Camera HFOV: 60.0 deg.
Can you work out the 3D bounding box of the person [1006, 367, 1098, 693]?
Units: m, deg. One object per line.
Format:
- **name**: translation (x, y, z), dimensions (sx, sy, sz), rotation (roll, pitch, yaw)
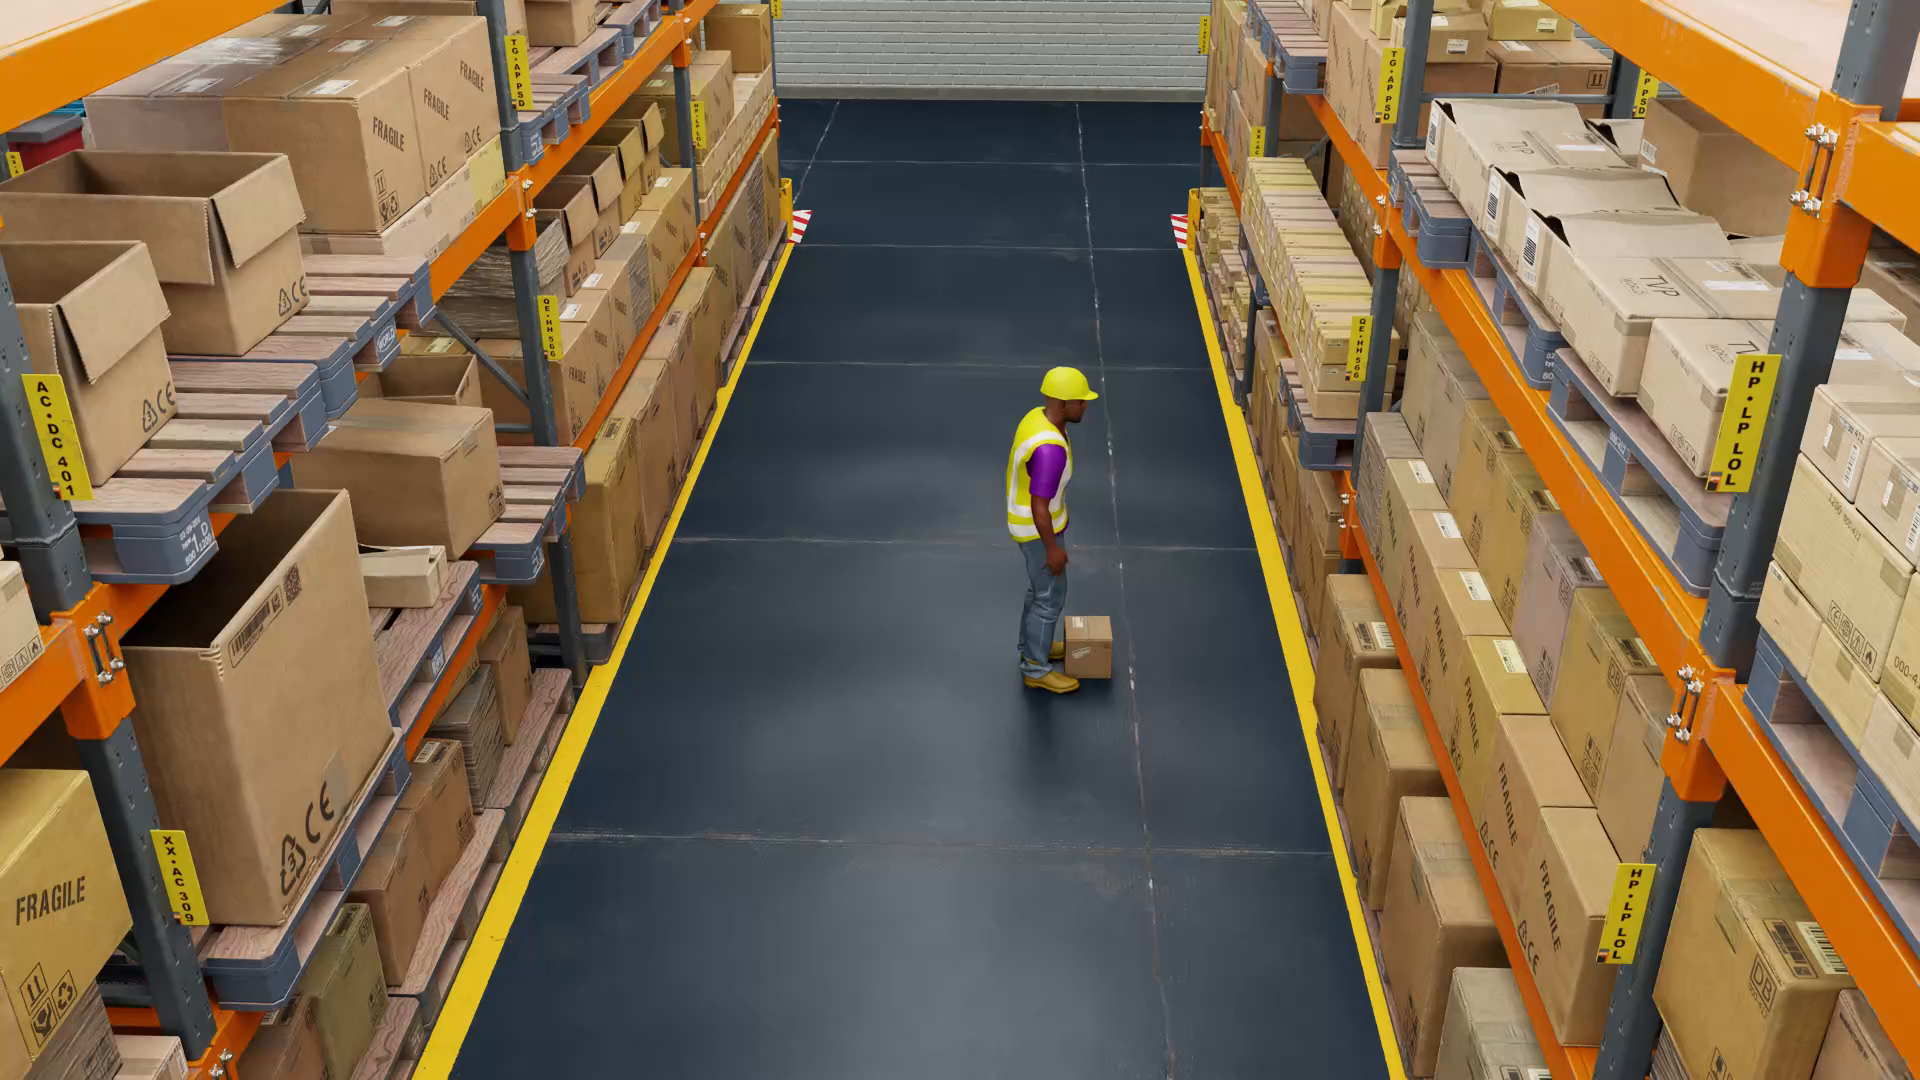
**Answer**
- **person**: translation (0.469, -0.076, 8.748), dimensions (0.456, 1.758, 0.627), rotation (1, 28, 2)
